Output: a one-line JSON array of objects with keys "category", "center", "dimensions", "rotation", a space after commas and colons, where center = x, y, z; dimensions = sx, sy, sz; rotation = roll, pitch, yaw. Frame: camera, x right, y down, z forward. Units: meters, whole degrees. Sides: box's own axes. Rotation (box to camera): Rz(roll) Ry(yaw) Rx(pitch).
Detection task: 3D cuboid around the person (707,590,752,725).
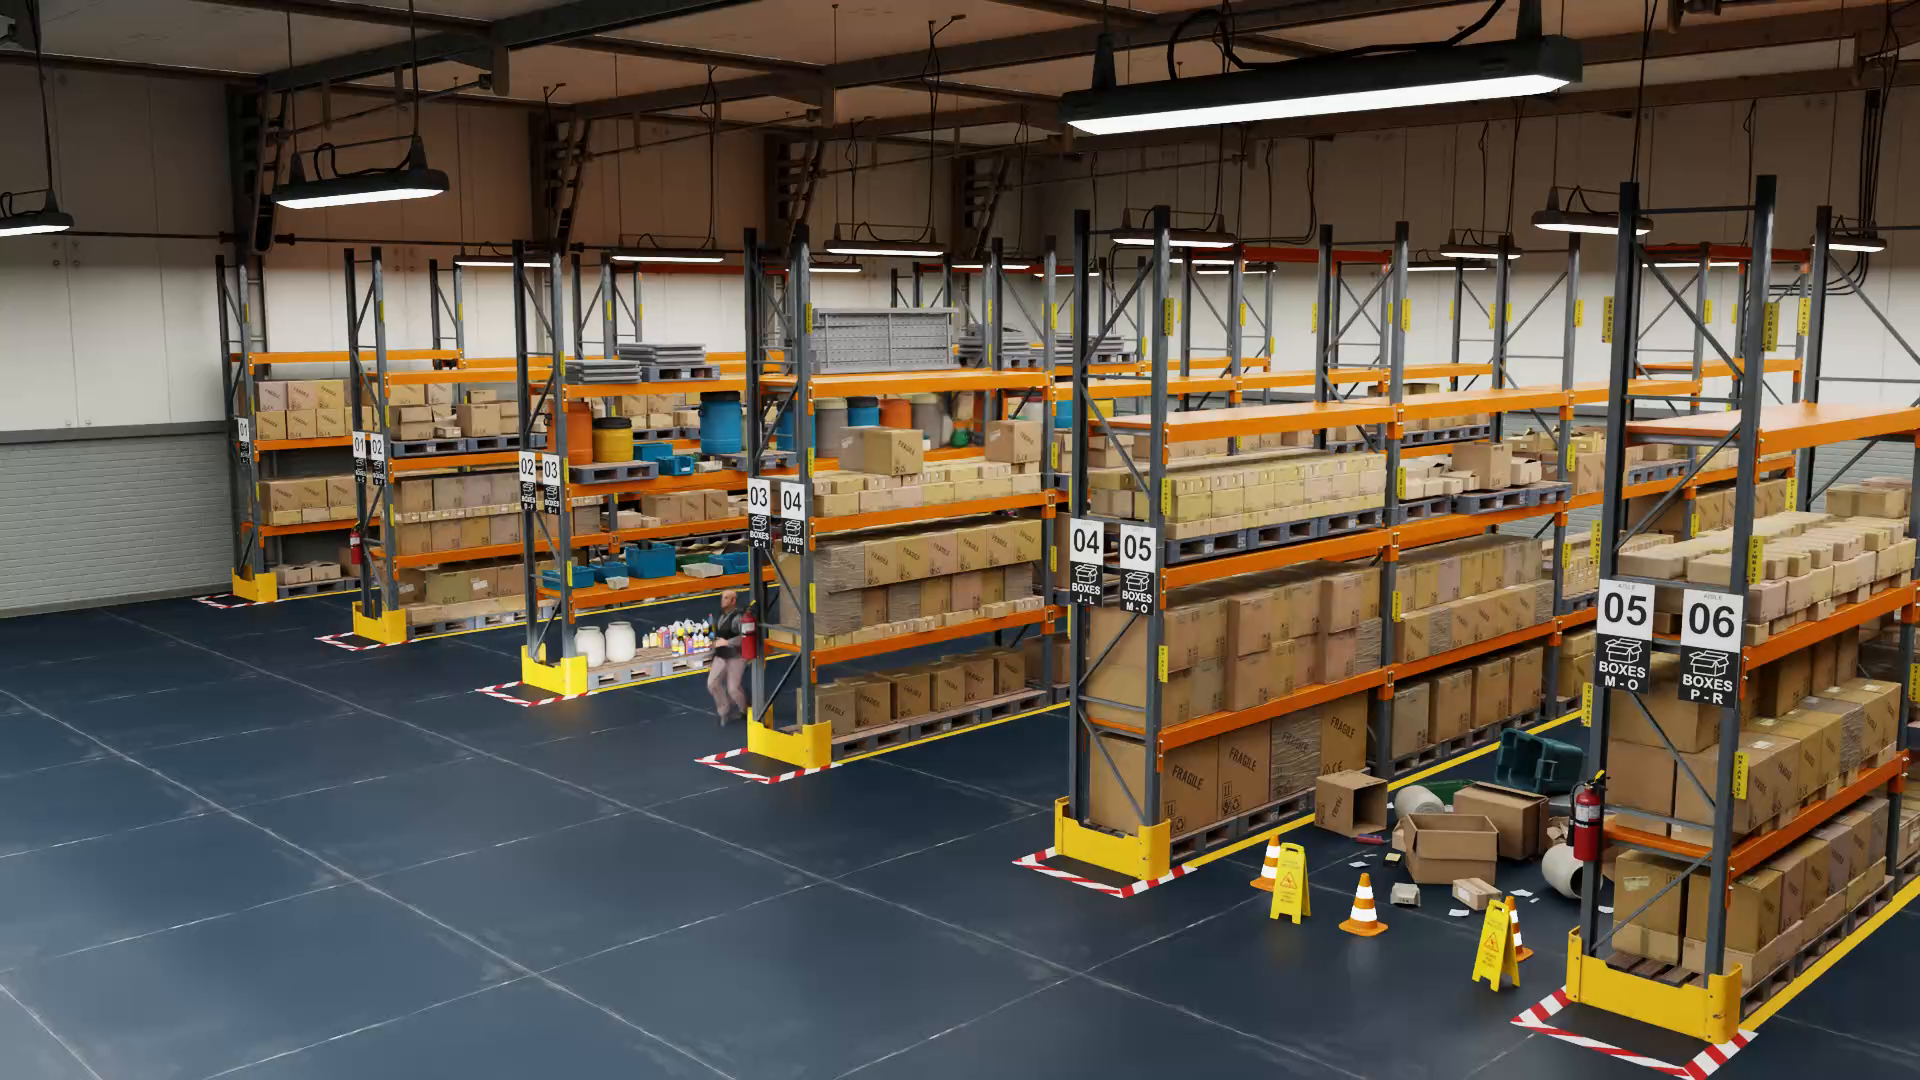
[{"category": "person", "center": [-2.779, 1.479, 20.419], "dimensions": [0.676, 1.786, 0.659], "rotation": [7, 11, 42]}]
